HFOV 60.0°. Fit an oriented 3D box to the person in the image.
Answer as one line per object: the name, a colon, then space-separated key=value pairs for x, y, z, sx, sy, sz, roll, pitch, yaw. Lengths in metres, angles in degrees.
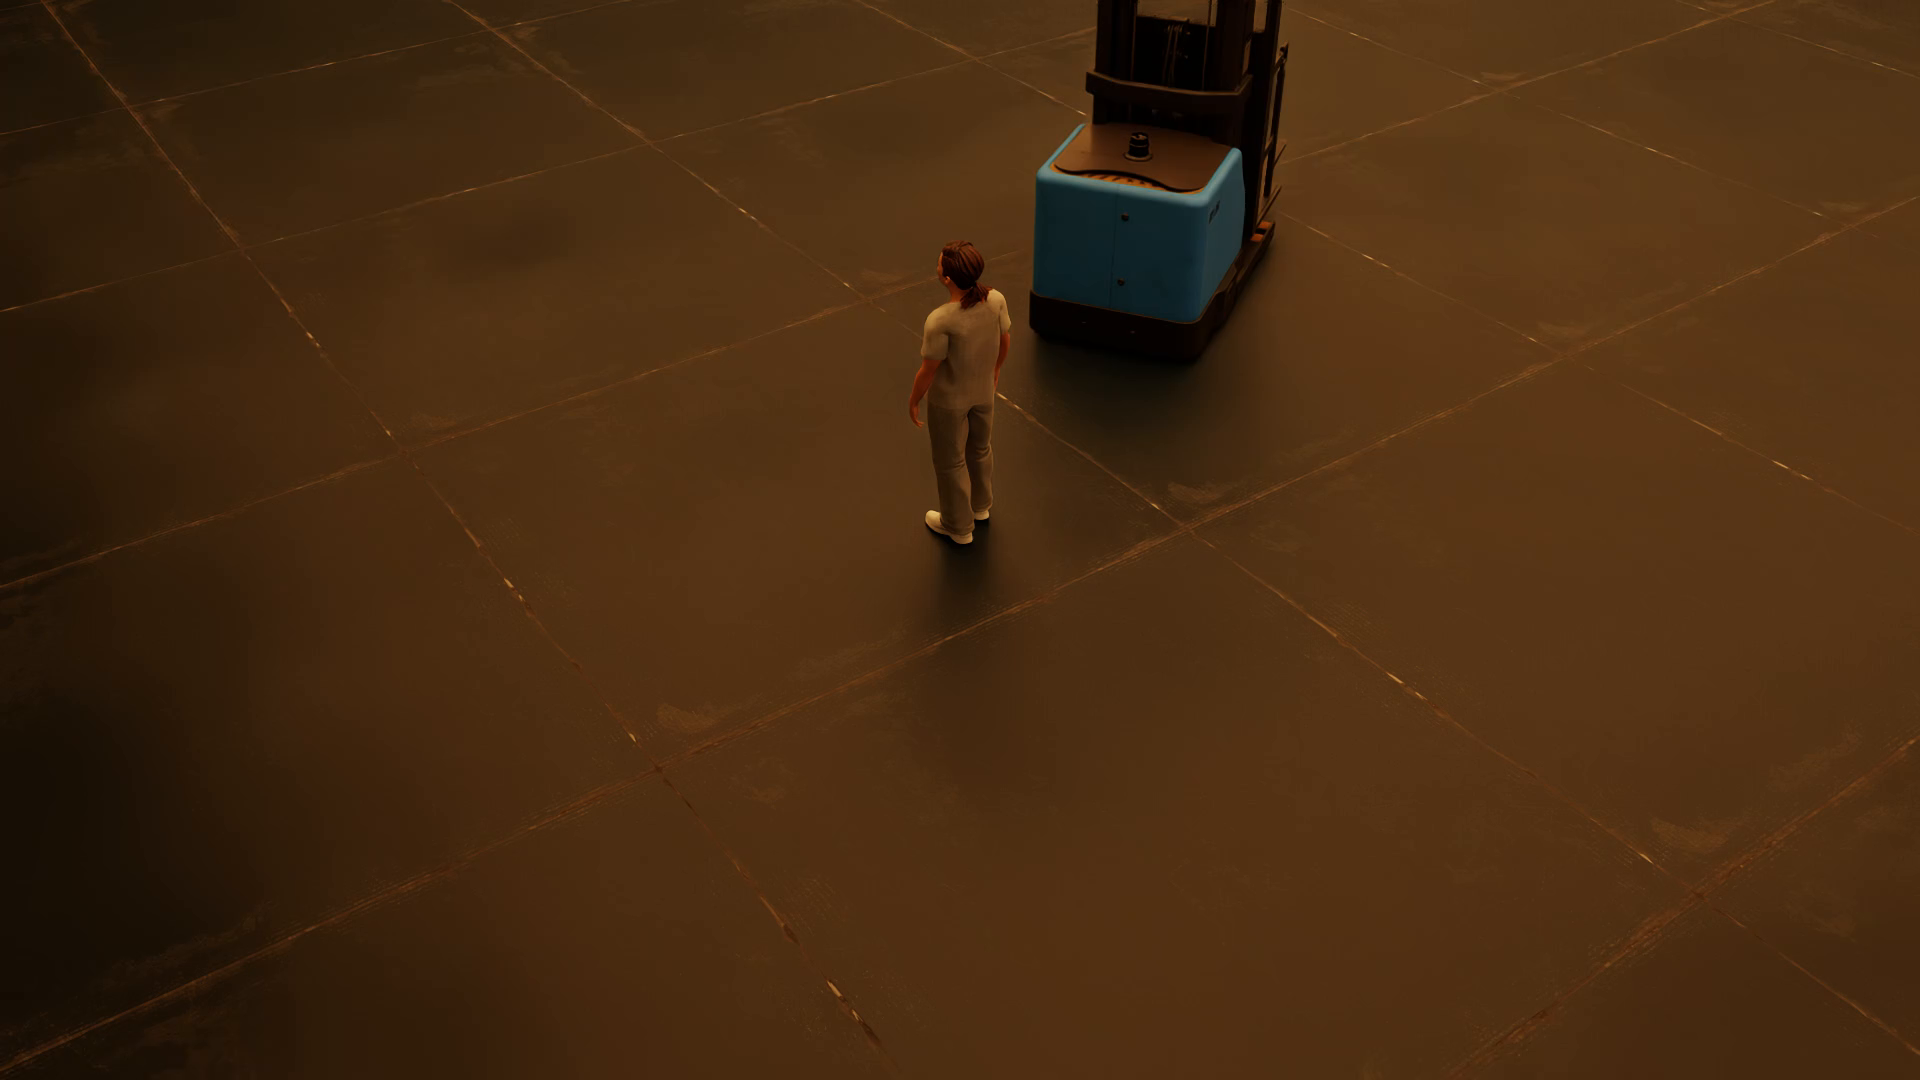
person: x=-0.031 y=-0.716 z=7.965 sx=0.549 sy=1.665 sz=0.549 roll=-23 pitch=42 yaw=-28

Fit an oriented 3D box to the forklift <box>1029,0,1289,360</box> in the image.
forklift: x=1.446 y=-3.105 z=10.145 sx=1.130 sy=2.935 sz=3.031 roll=14 pitch=39 yaw=18
